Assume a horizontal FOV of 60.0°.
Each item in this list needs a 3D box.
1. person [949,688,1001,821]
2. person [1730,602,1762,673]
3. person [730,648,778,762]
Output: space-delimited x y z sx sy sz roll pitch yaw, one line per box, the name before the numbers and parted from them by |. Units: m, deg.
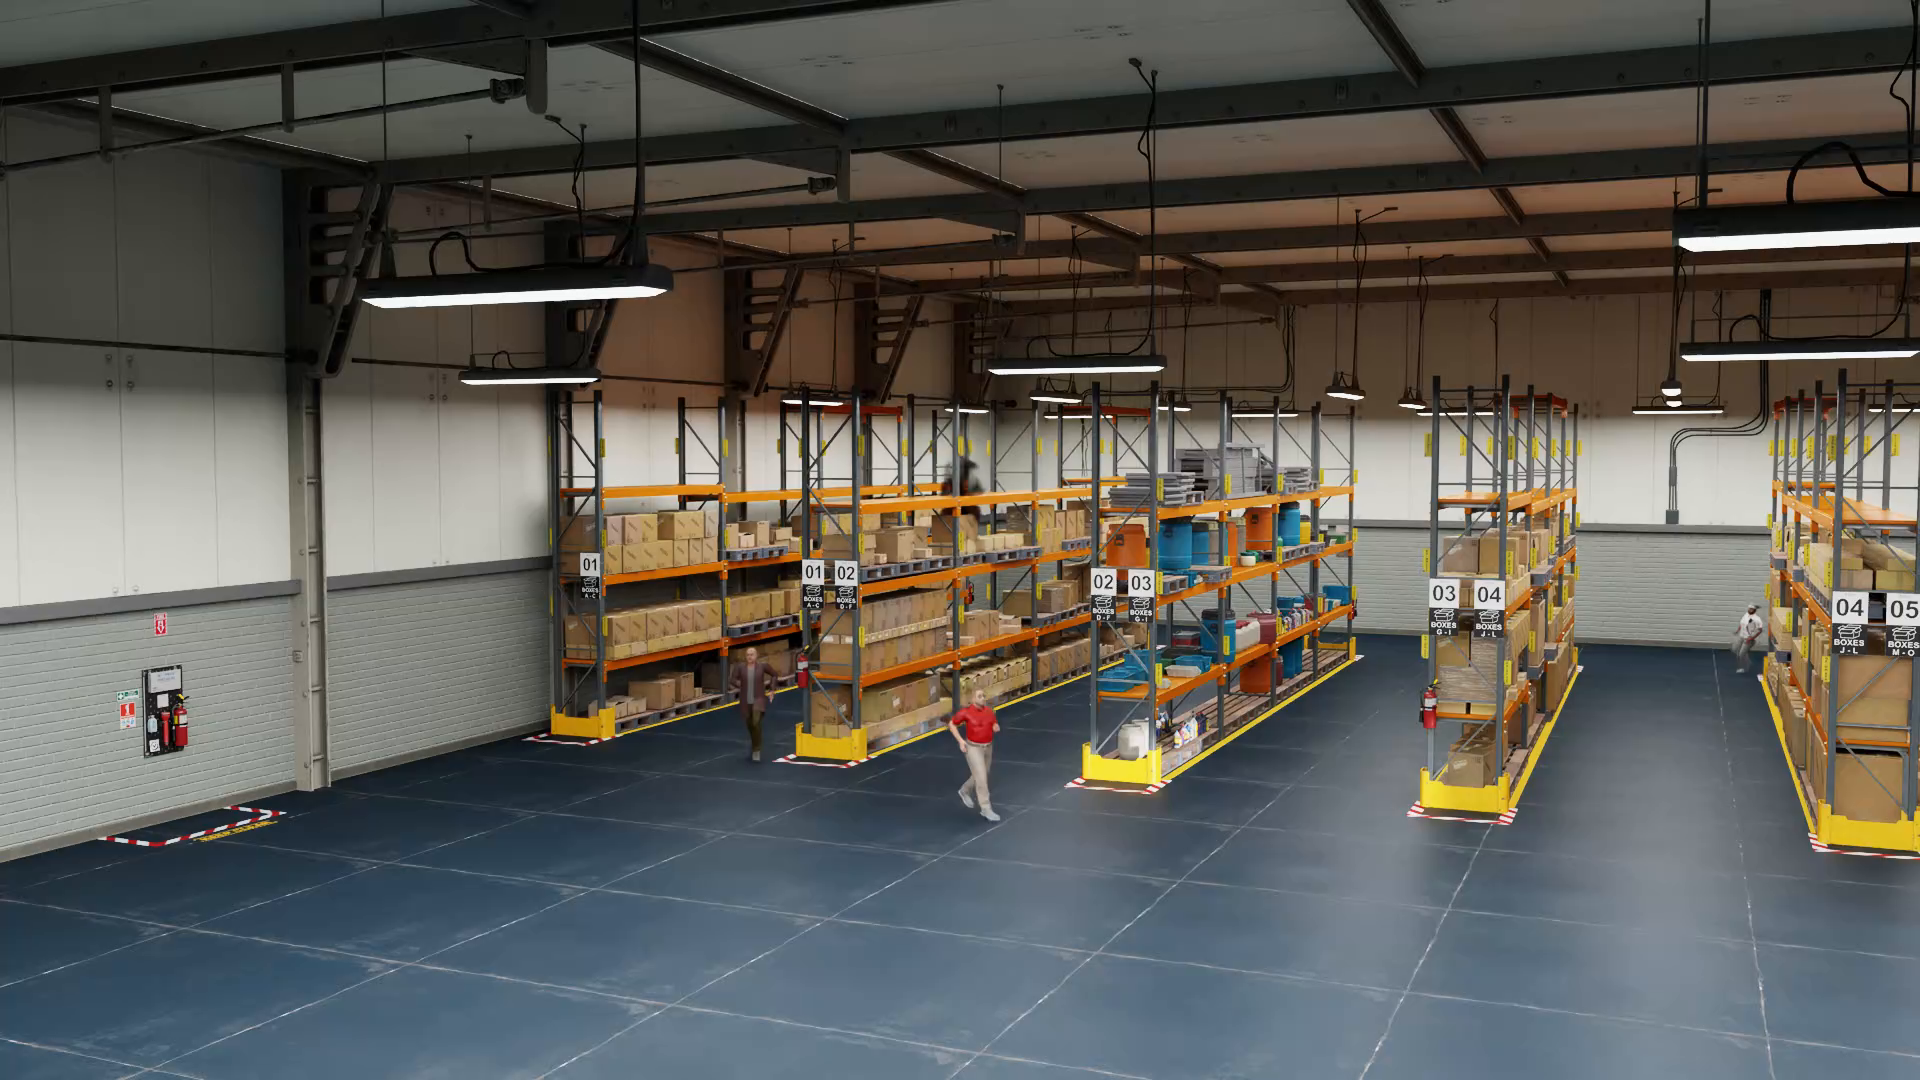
person | 0.253 2.871 22.571 0.661 1.721 0.984 -3 4 -41
person | 17.469 2.169 36.932 0.445 1.613 0.754 -1 3 -13
person | -3.347 2.687 26.926 0.735 1.736 0.902 1 3 9
